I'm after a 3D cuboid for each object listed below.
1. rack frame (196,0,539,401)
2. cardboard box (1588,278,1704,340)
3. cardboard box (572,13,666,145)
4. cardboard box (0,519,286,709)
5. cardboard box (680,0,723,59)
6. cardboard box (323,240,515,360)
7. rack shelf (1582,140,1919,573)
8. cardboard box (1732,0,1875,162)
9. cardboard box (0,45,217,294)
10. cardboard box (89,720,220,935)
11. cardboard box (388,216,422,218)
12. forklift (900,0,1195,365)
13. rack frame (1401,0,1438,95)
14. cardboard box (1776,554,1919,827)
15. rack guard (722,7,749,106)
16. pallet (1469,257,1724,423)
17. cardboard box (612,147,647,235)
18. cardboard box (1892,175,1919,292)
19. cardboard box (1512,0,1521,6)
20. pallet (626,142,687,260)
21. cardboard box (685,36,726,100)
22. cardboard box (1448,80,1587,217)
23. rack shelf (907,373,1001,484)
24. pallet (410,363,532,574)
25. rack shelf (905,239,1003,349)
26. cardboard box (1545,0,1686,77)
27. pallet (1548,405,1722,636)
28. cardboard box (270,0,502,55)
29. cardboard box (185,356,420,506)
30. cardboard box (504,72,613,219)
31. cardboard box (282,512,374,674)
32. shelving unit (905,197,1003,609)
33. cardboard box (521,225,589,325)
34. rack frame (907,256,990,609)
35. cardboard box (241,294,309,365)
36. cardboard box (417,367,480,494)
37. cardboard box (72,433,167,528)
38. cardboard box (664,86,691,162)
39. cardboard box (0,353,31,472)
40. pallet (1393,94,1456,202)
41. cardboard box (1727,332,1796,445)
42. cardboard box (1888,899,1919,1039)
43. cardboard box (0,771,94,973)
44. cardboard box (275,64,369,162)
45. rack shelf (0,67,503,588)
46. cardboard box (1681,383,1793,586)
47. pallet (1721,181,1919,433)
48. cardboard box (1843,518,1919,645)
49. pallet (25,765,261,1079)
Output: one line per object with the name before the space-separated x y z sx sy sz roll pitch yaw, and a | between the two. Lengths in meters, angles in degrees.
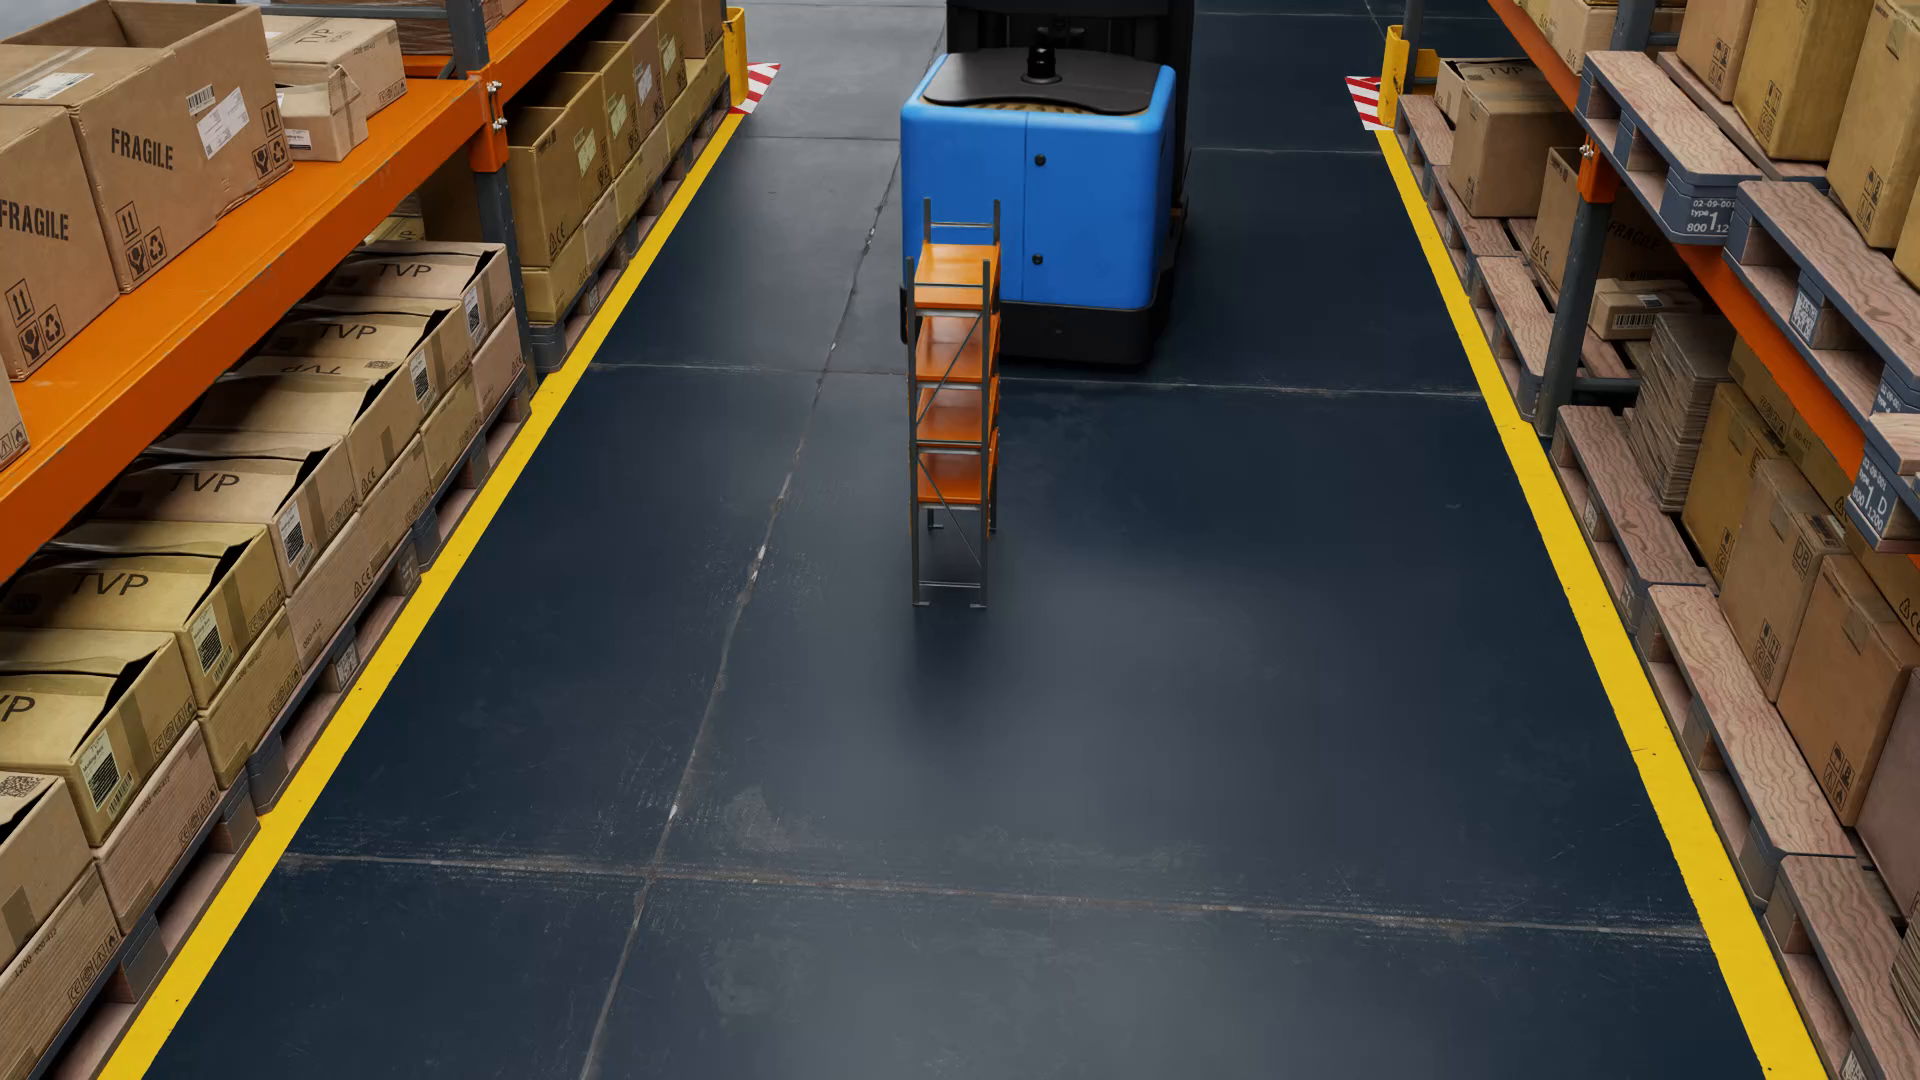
rack frame | -2.213 -1.883 5.947 1.000 3.000 0.127 2 32 4
cardboard box | 2.739 -0.936 6.690 0.380 0.166 0.250 -2 32 -2
cardboard box | -1.743 -2.224 8.006 0.500 0.500 0.500 2 32 4
cardboard box | -2.125 0.159 4.320 0.500 0.311 0.500 2 32 3
cardboard box | -1.634 -3.009 9.279 0.500 0.500 0.500 2 32 4
cardboard box | -1.960 -0.906 6.047 0.500 0.311 0.500 2 32 4
rack shelf | 2.562 -0.321 4.098 1.077 0.370 4.000 2 32 4
cardboard box | 2.597 -1.347 4.562 0.700 0.500 0.500 6 32 9
cardboard box | -2.375 -0.987 4.398 0.500 0.500 0.500 3 32 4
cardboard box | -2.163 0.676 4.014 0.500 0.250 0.500 2 32 3
cardboard box | -2.342 -1.404 7.390 0.500 0.250 0.500 2 32 4
forklift | 0.530 -2.721 7.372 1.130 2.935 3.031 6 32 9
rack frame | 3.051 -3.765 9.000 1.000 3.000 0.127 2 32 4
cardboard box | 2.576 0.391 4.220 0.700 0.500 0.500 2 32 4
rack guard | -1.885 -2.923 10.017 1.175 0.500 0.348 2 32 4
pallet | 2.744 -0.839 6.910 1.003 0.211 1.213 2 32 4
cardboard box | -1.781 -1.643 7.778 0.500 0.250 0.500 2 32 4
cardboard box | 2.507 -0.710 3.529 0.700 0.500 0.500 2 32 4
cardboard box | 2.536 -2.403 6.913 0.500 0.250 0.500 2 32 4
pallet | -2.009 -1.750 8.388 1.003 0.211 1.213 2 32 4
cardboard box | -1.636 -2.690 9.476 0.500 0.250 0.500 2 32 4
cardboard box | 2.749 -1.851 7.857 0.700 0.500 0.500 1 32 1
rack shelf | -0.013 -0.367 5.330 0.258 0.148 0.480 2 32 4
pallet | -2.234 -0.309 6.050 1.003 0.211 1.213 2 32 4
rack shelf | -0.013 -0.759 5.089 0.258 0.148 0.480 2 32 4
cardboard box | 2.461 -1.879 6.063 0.500 0.250 0.500 3 32 4
pallet | 2.663 -0.079 5.677 1.003 0.211 1.213 2 32 4
cardboard box | -2.183 -2.158 6.297 0.700 0.500 0.500 2 32 3
cardboard box | -2.039 -0.373 5.182 0.500 0.311 0.500 2 32 4
cardboard box | -1.830 -1.701 7.158 0.500 0.500 0.500 2 32 4
cardboard box | -2.084 0.136 4.891 0.500 0.250 0.500 3 32 5
shelving unit | -0.013 -0.424 5.295 0.258 1.200 0.503 2 32 4
cardboard box | -1.873 -1.121 6.930 0.500 0.250 0.500 2 32 4
rack frame | -0.033 -0.297 5.088 0.240 1.200 0.015 2 32 4
cardboard box | -2.541 -0.663 5.653 0.500 0.311 0.500 2 32 3
cardboard box | -2.000 -0.398 5.757 0.500 0.250 0.500 2 32 3
cardboard box | -2.618 -0.121 4.773 0.500 0.311 0.500 3 32 5
cardboard box | -1.704 -2.166 8.627 0.500 0.250 0.500 2 32 4
cardboard box | -2.272 -0.213 3.321 0.500 0.311 0.500 2 32 3
pallet | 2.943 -2.115 8.981 1.003 0.211 1.213 2 32 4
cardboard box | 2.649 -0.500 4.950 0.500 0.250 0.500 2 32 3
cardboard box | 2.406 0.916 3.367 0.700 0.500 0.500 3 32 5
cardboard box | -2.203 0.700 3.441 0.500 0.311 0.500 3 32 6
cardboard box | -2.101 -1.358 5.223 0.396 0.266 0.258 2 32 3
rack shelf | -2.375 -0.531 4.438 1.077 0.370 4.000 2 32 4
cardboard box | 2.690 -0.139 5.079 0.700 0.500 0.500 2 32 3
pallet | 2.520 -0.537 3.945 1.003 0.211 1.213 2 32 4
cardboard box | 2.552 0.033 4.087 0.500 0.250 0.500 2 32 4
pallet | -2.432 0.967 3.980 1.003 0.211 1.213 2 32 4
